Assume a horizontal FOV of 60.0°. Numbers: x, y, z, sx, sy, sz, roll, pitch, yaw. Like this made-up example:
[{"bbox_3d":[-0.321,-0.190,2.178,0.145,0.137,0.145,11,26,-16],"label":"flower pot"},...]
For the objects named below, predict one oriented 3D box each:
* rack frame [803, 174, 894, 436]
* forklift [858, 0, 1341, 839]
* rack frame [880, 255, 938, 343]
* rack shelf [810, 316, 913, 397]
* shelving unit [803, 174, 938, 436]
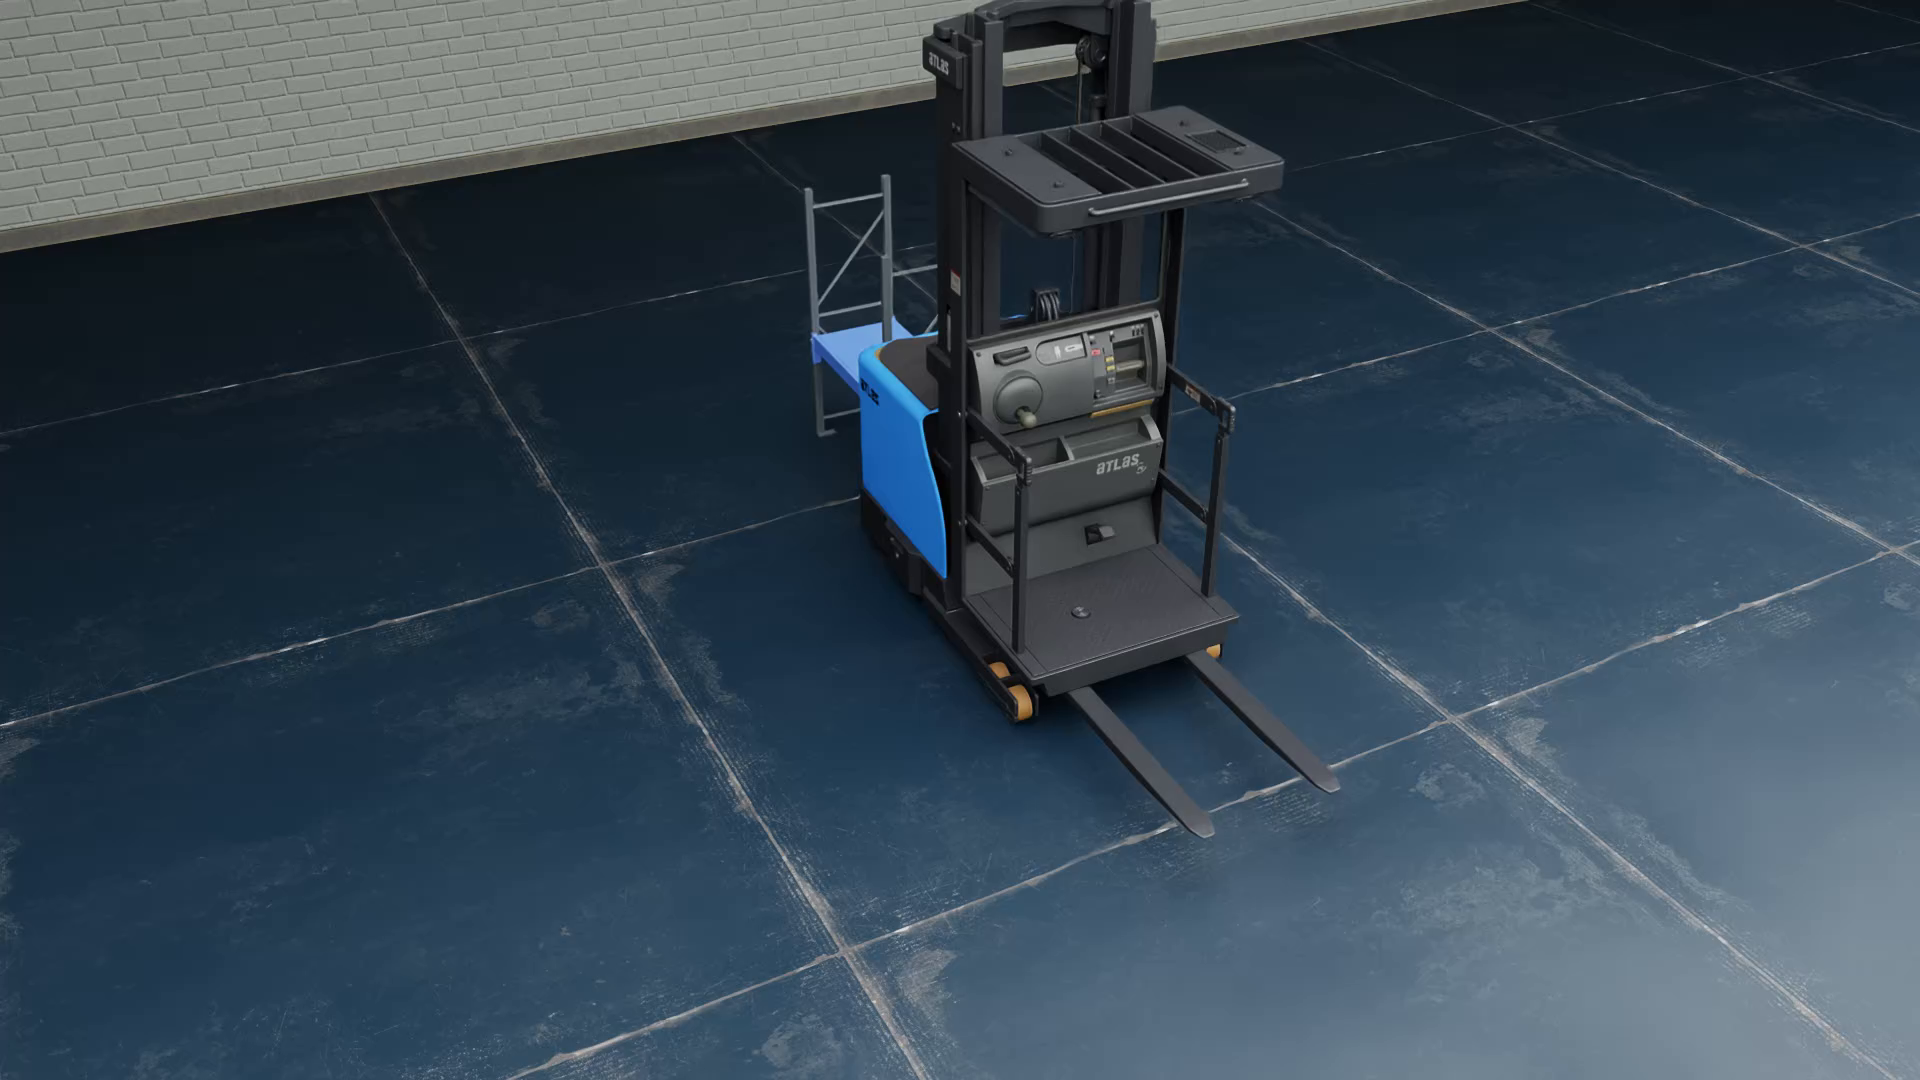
[{"bbox_3d":[-0.611,-1.302,9.392,0.500,1.500,0.032,-15,36,-22],"label":"rack frame"},{"bbox_3d":[0.582,-0.689,7.109,1.130,2.935,3.031,-15,36,-22],"label":"forklift"},{"bbox_3d":[-0.161,-0.810,8.624,0.500,1.500,0.032,-15,36,-22],"label":"rack frame"},{"bbox_3d":[-0.386,-0.905,9.105,0.538,0.185,1.000,-15,36,-22],"label":"rack shelf"},{"bbox_3d":[-0.386,-1.056,9.008,0.538,1.500,1.048,-15,36,-22],"label":"shelving unit"}]
